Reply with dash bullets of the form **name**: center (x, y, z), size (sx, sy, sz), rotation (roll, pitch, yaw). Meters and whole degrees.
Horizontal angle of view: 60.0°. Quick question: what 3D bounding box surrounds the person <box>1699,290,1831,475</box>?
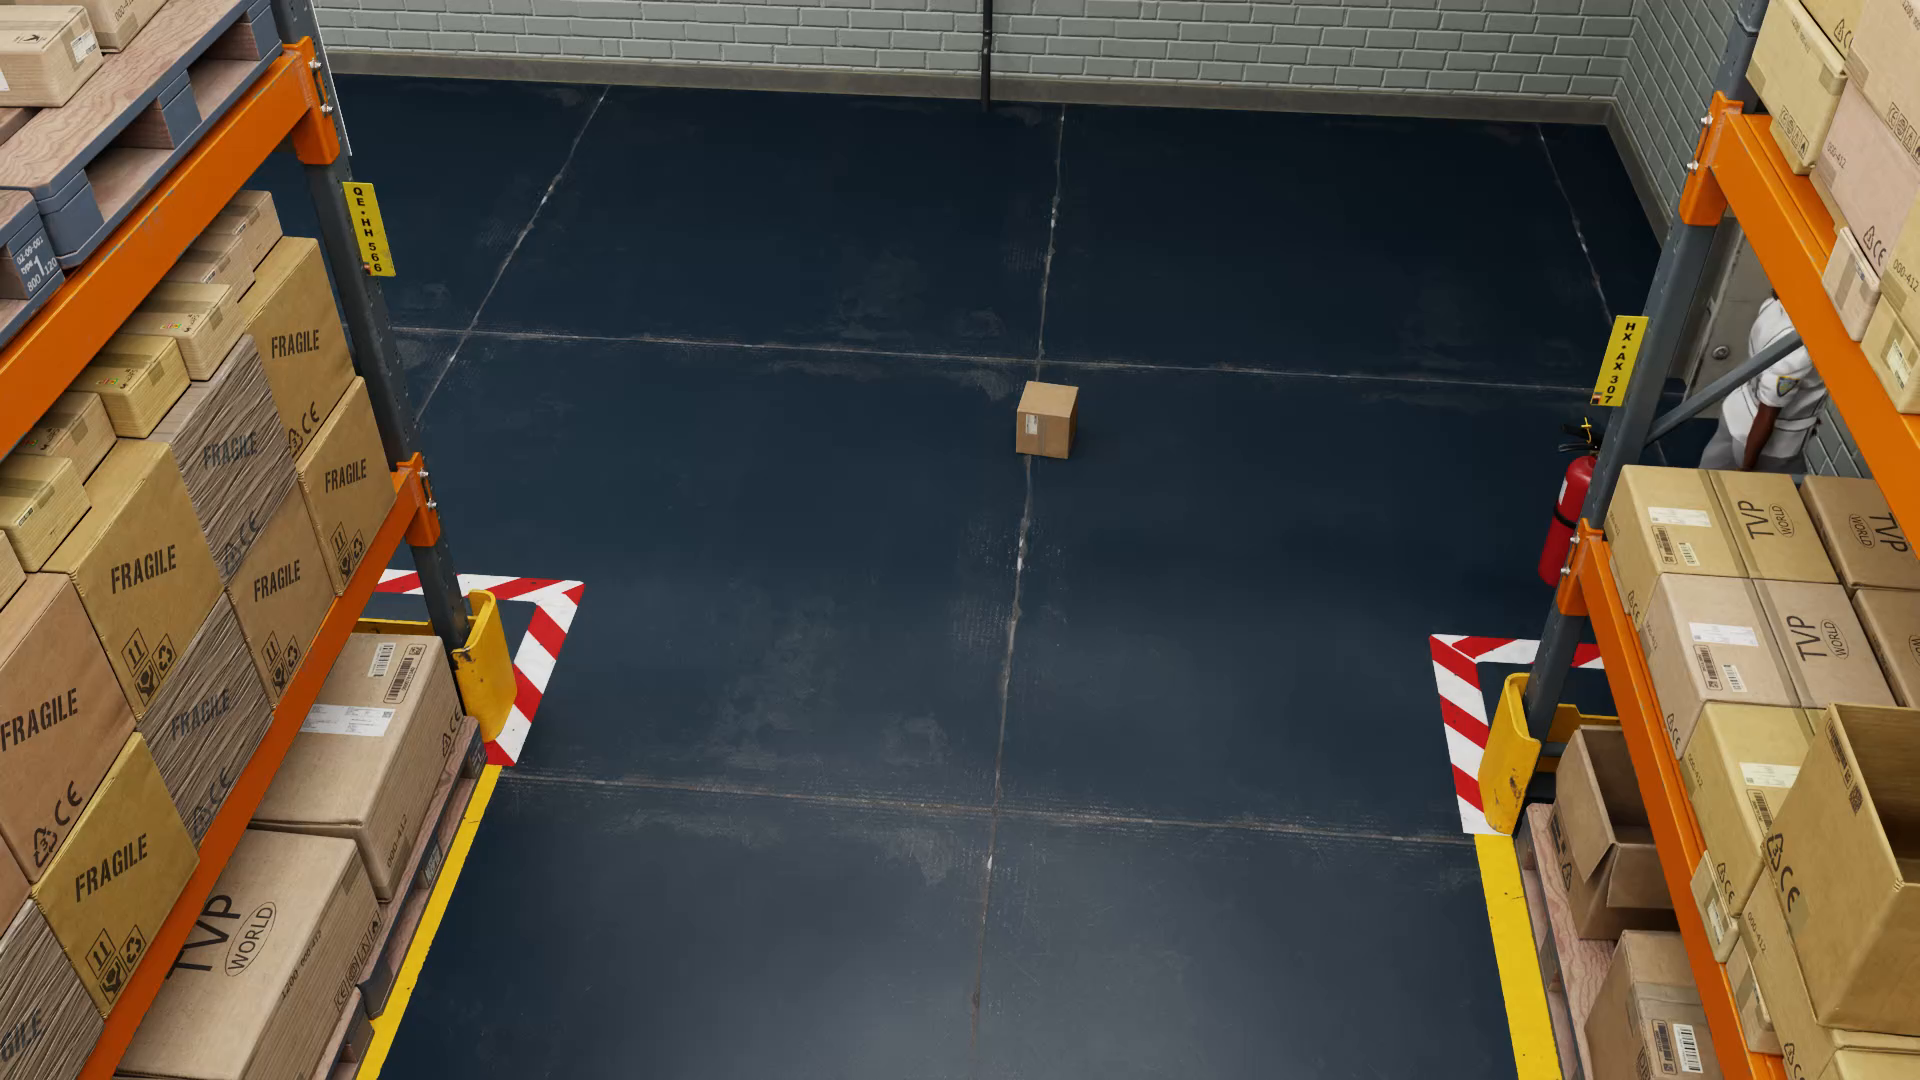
- **person**: center (3.305, -0.424, 6.616), size (0.837, 1.657, 0.455), rotation (4, 40, 5)
